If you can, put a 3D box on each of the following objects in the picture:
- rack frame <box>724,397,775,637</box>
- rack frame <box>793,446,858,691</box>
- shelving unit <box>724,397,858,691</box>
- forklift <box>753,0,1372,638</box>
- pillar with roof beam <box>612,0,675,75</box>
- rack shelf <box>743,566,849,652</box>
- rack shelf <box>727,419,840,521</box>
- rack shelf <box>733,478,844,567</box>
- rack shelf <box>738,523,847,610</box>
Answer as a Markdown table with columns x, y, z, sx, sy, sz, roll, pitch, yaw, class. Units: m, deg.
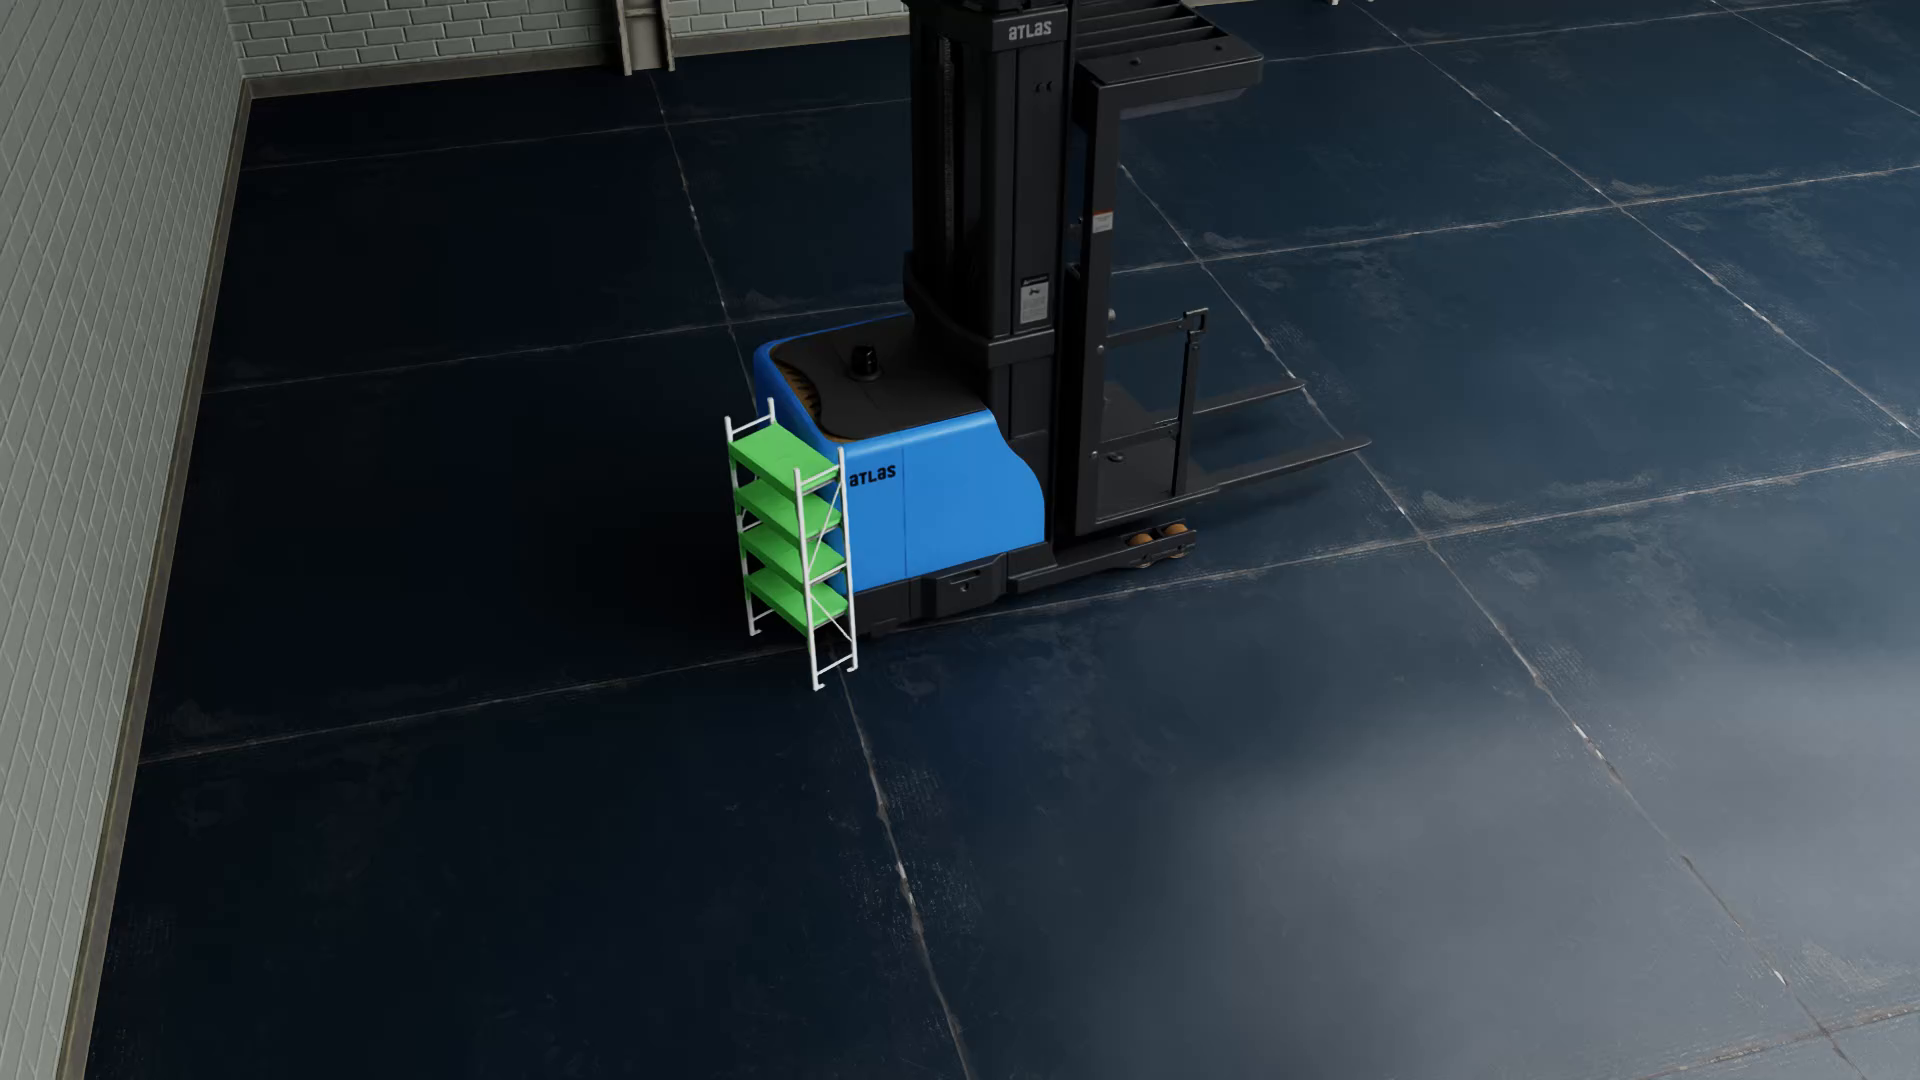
| x | y | z | sx | sy | sz | roll | pitch | yaw | class |
| --- | --- | --- | --- | --- | --- | --- | --- | --- | --- |
| -0.879 | -0.081 | 7.345 | 0.240 | 1.200 | 0.015 | -28 | 45 | -30 | rack frame |
| -0.562 | 0.144 | 7.050 | 0.240 | 1.200 | 0.015 | -28 | 45 | -30 | rack frame |
| -0.721 | 0.031 | 7.198 | 0.258 | 1.200 | 0.503 | -28 | 45 | -30 | shelving unit |
| 0.598 | -1.306 | 7.524 | 3.031 | 2.935 | 1.130 | -15 | 40 | -19 | forklift |
| -1.343 | -4.792 | 7.087 | 0.400 | 9.000 | 9.100 | -9 | 38 | -12 | pillar with roof beam |
| -0.718 | 0.271 | 7.384 | 0.258 | 0.148 | 0.480 | -28 | 45 | -30 | rack shelf |
| -0.725 | -0.297 | 6.942 | 0.258 | 0.148 | 0.480 | -28 | 45 | -30 | rack shelf |
| -0.723 | -0.107 | 7.089 | 0.258 | 0.148 | 0.480 | -28 | 45 | -30 | rack shelf |
| -0.720 | 0.082 | 7.237 | 0.258 | 0.148 | 0.480 | -28 | 45 | -30 | rack shelf |
